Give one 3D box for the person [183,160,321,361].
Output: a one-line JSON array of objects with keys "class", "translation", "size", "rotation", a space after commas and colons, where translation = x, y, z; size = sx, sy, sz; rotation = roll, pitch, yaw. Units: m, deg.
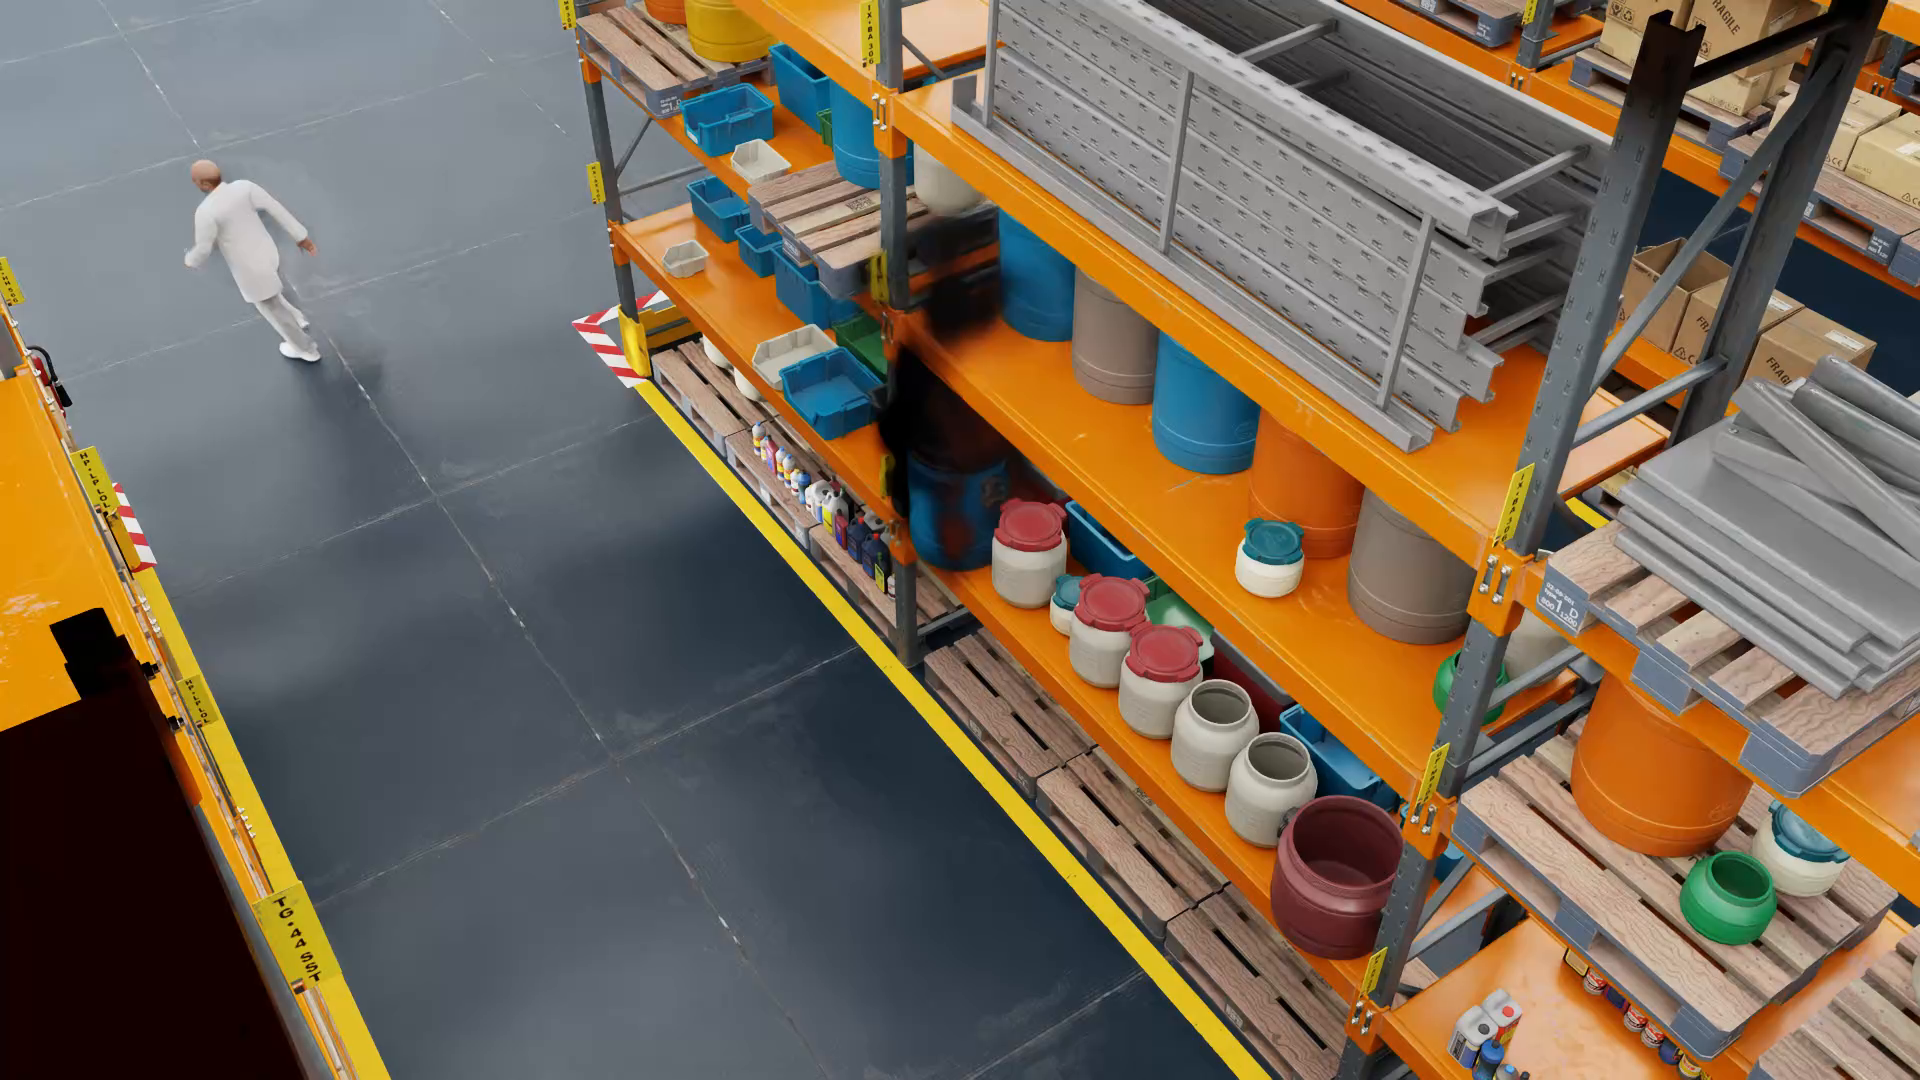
[{"class": "person", "translation": [-5.504, -2.146, 12.811], "size": [0.828, 1.742, 0.700], "rotation": [14, 45, 15]}]
